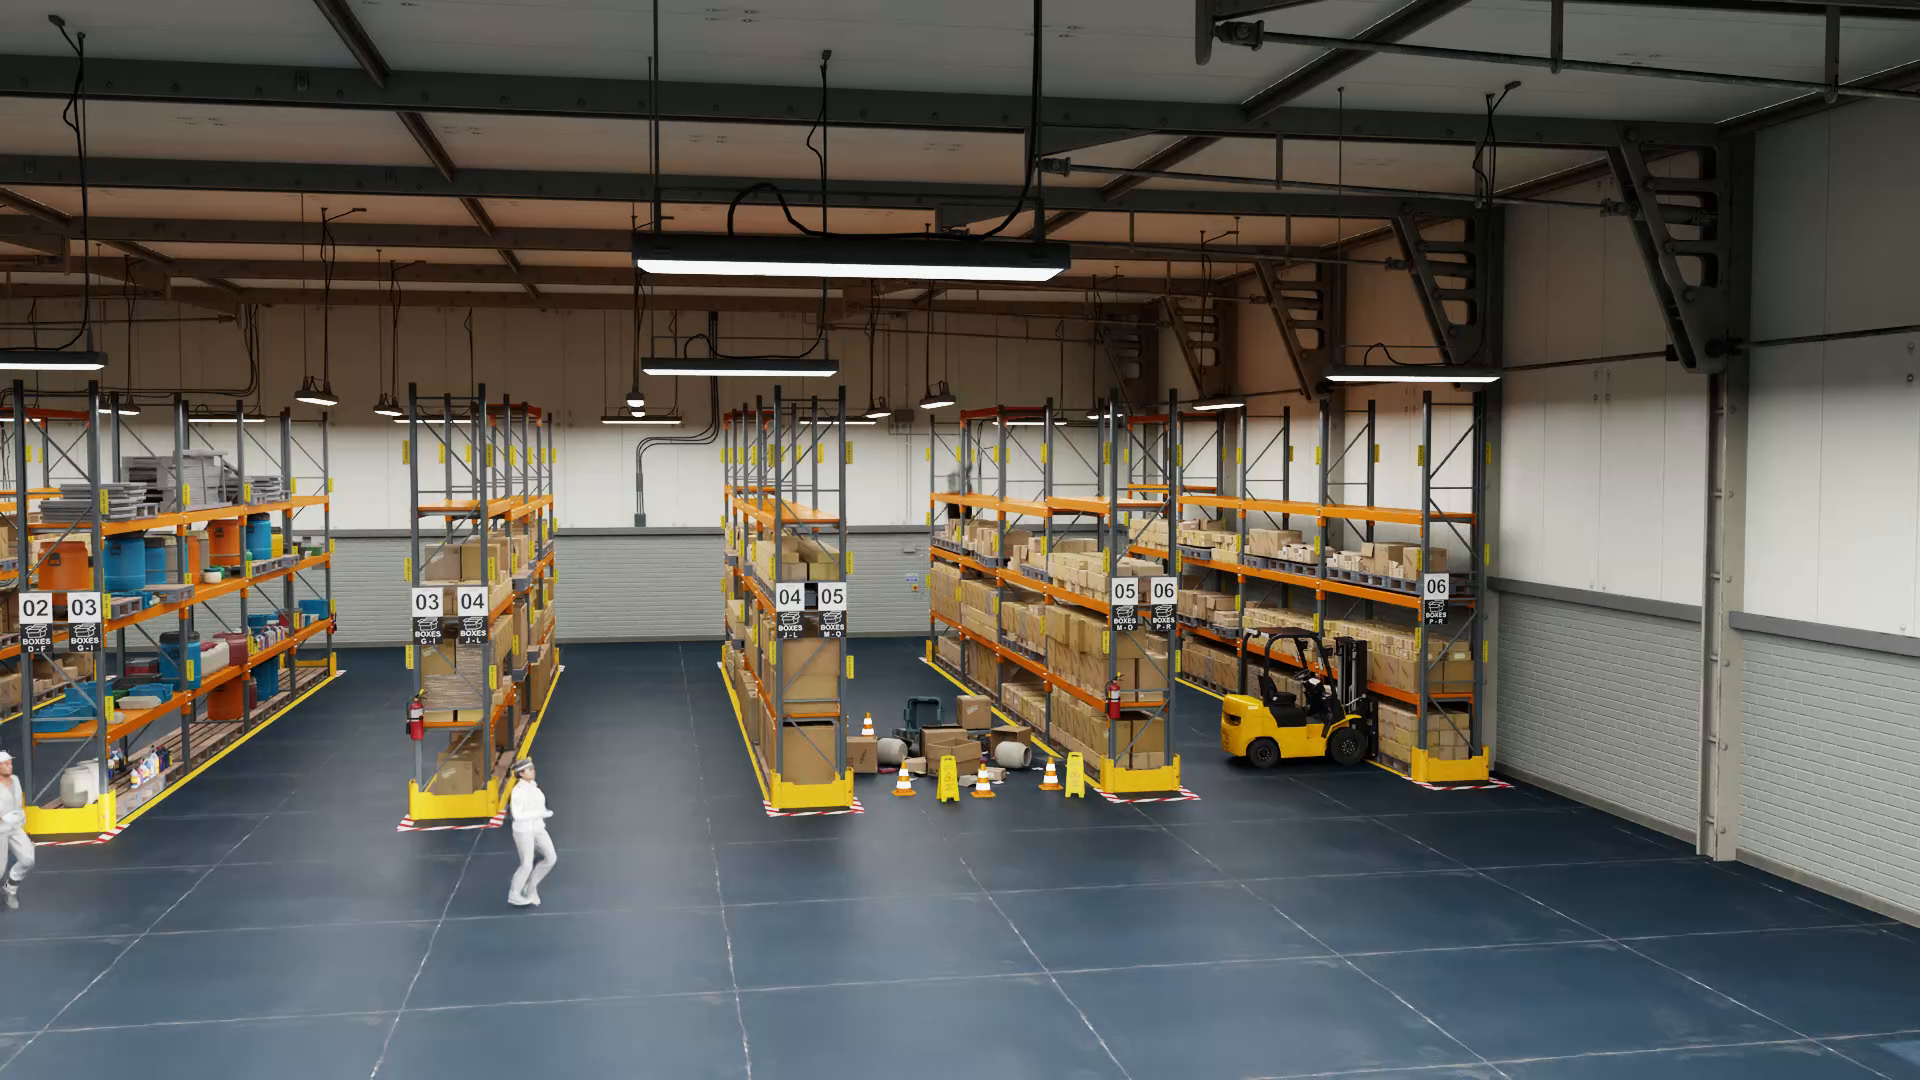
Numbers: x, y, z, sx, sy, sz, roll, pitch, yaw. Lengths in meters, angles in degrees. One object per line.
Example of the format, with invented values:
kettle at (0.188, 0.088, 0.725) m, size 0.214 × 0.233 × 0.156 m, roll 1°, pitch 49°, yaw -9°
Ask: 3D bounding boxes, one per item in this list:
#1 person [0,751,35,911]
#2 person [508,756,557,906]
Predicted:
person at (-10.415, 3.197, 18.201) m, size 0.676 × 1.785 × 0.686 m, roll 1°, pitch 3°, yaw 17°
person at (-4.720, 3.228, 18.399) m, size 0.614 × 1.690 × 0.596 m, roll 1°, pitch 3°, yaw 17°
